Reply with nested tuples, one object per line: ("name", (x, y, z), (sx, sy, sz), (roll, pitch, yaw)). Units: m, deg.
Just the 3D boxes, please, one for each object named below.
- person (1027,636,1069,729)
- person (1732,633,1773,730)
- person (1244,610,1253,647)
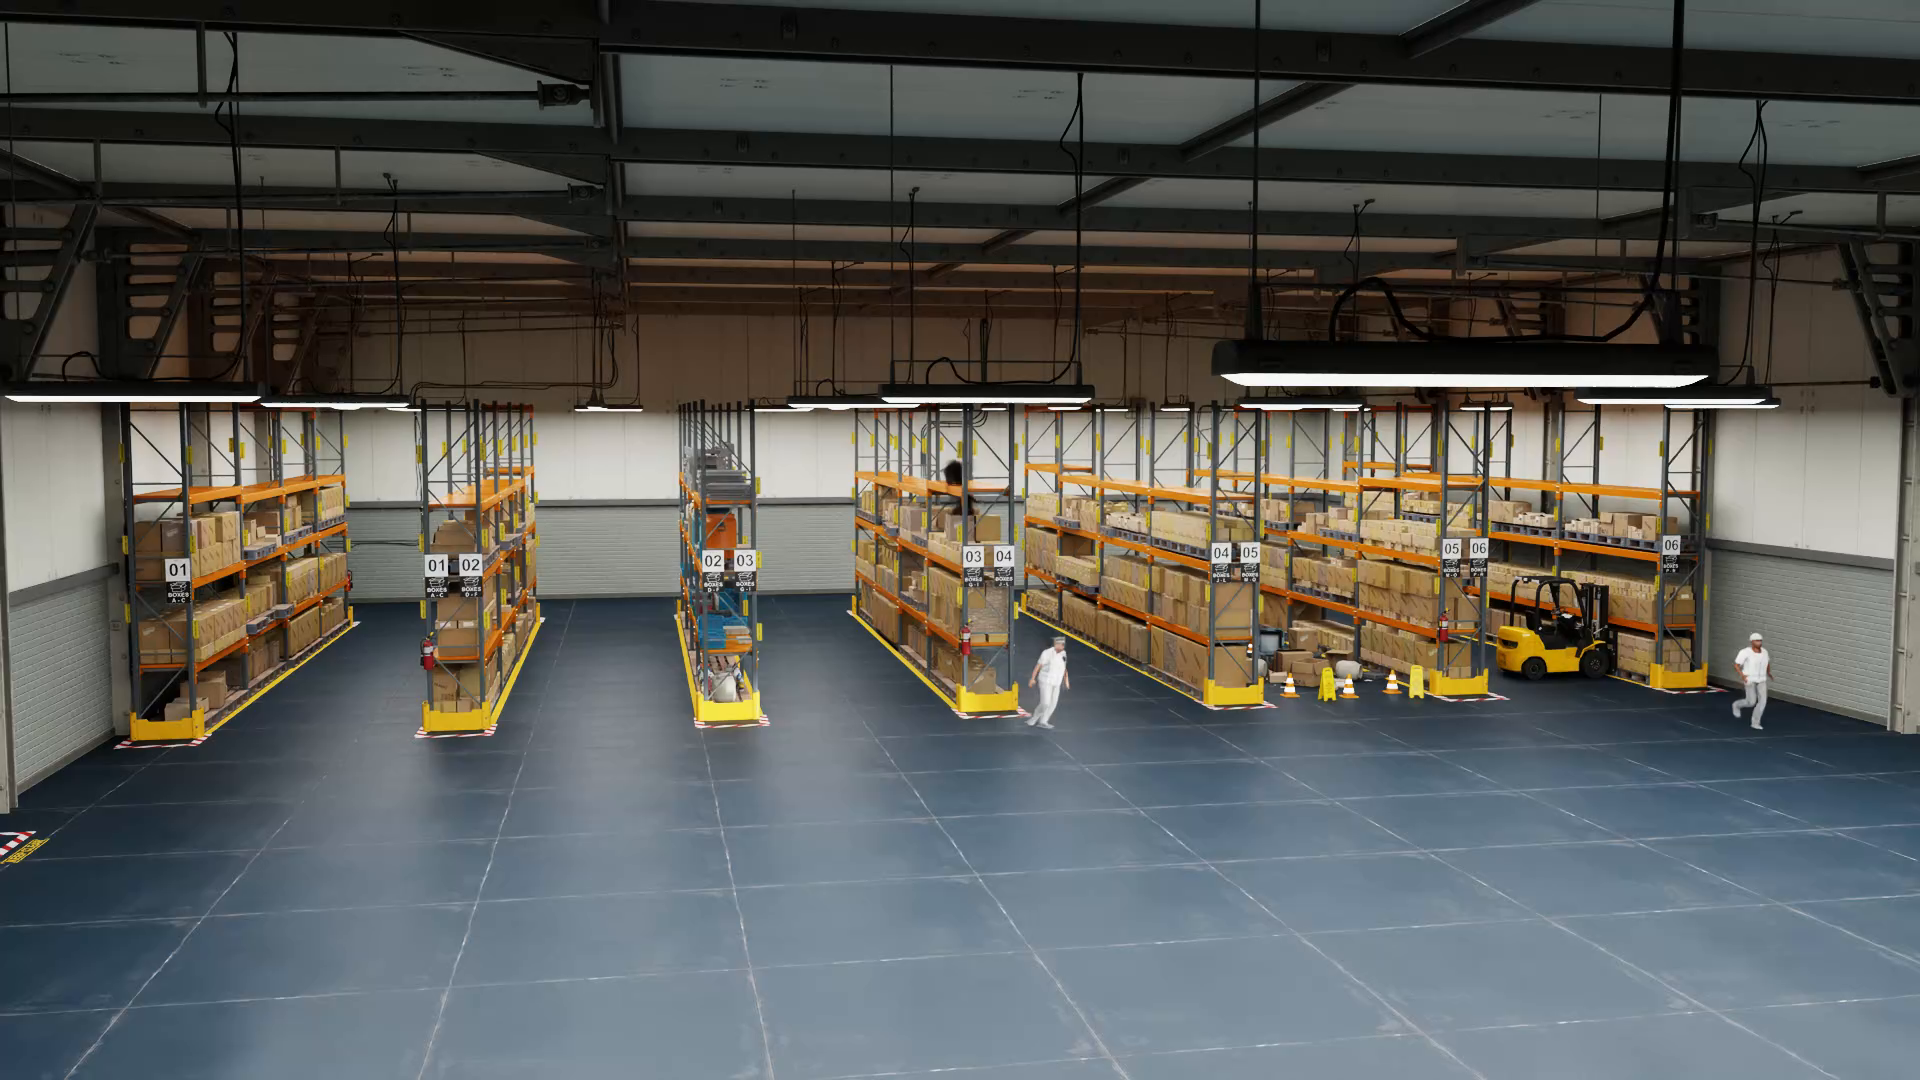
("person", (1.619, 2.593, 30.277), (0.707, 1.708, 0.587), (-3, 5, -37))
("person", (14.542, 2.568, 30.454), (0.714, 1.743, 0.765), (-1, 4, -10))
("person", (7.029, 1.868, 41.060), (0.662, 1.484, 0.980), (-3, 5, -31))
